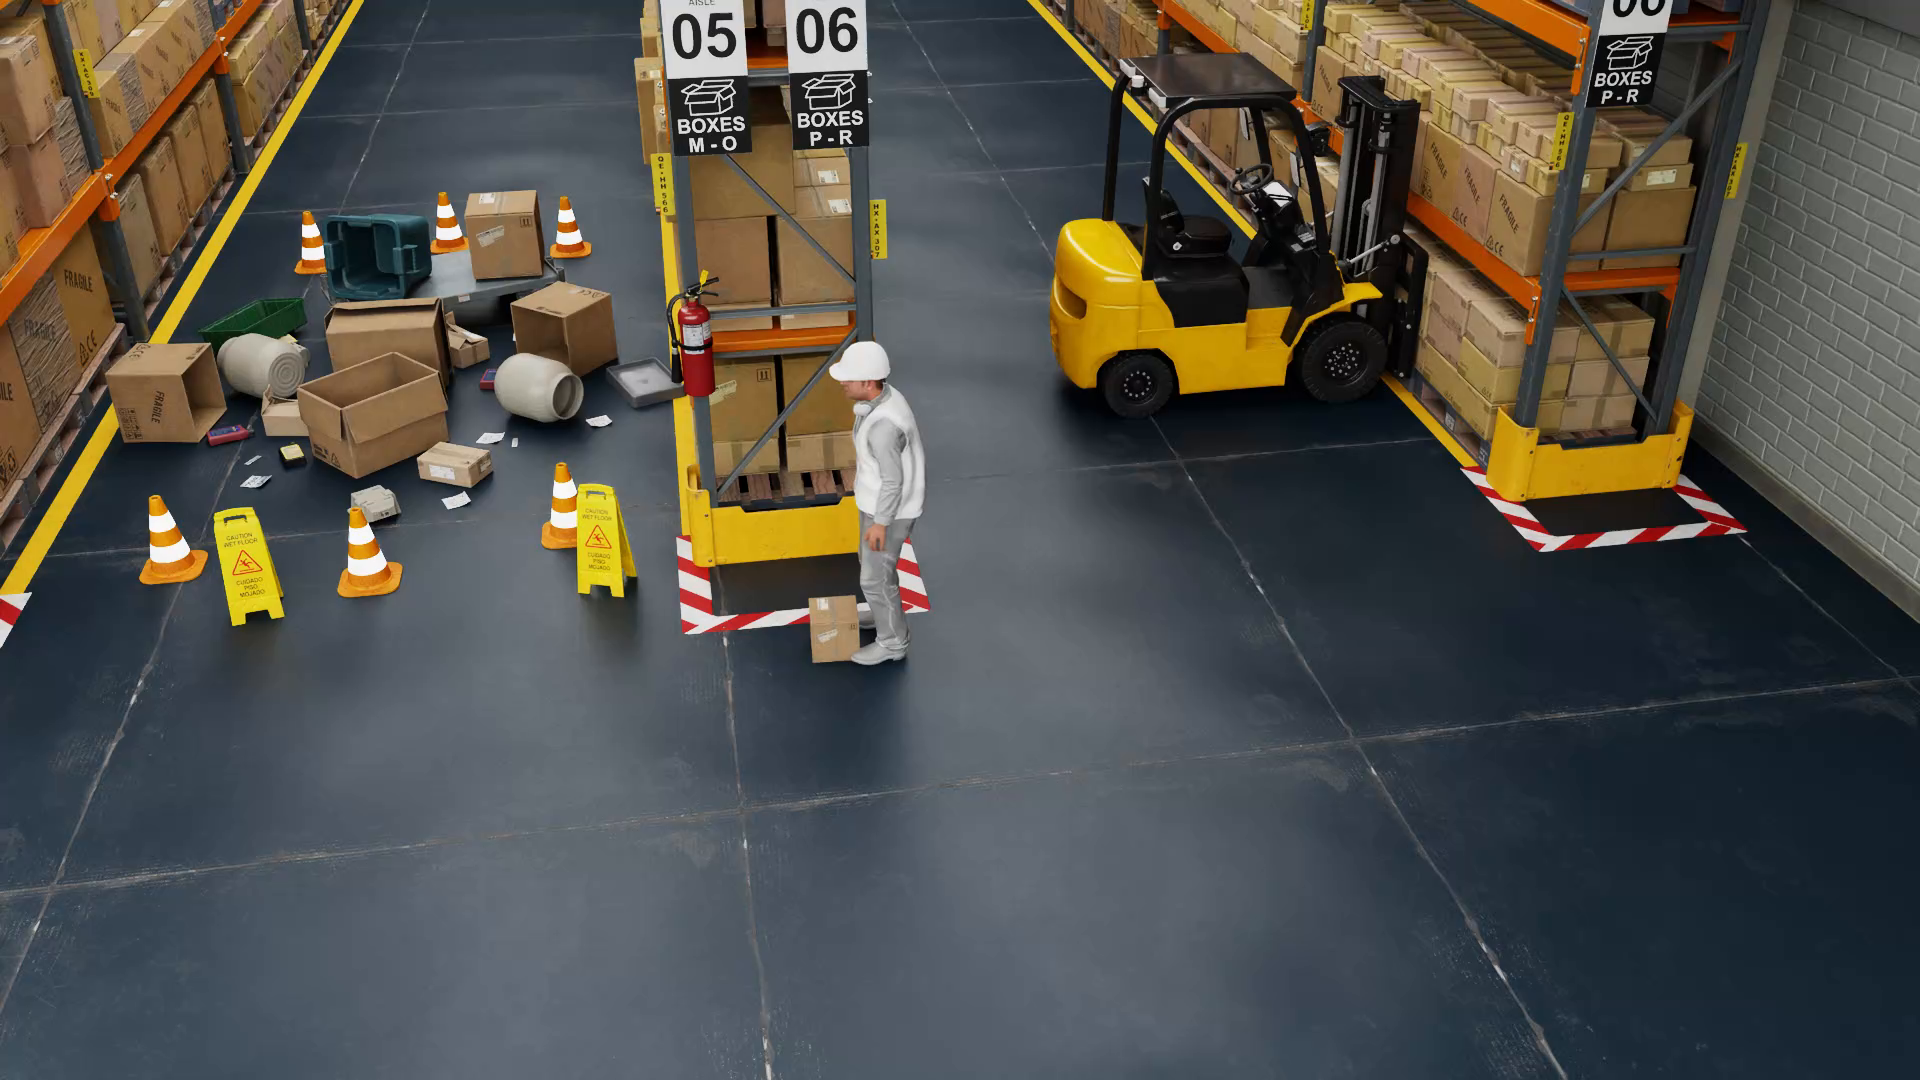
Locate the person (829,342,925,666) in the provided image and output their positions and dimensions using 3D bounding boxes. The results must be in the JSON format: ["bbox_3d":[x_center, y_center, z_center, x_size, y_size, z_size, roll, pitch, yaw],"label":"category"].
[{"bbox_3d":[-0.408,-0.196,8.445,0.457,1.770,0.593,-4,31,-7],"label":"person"}]
